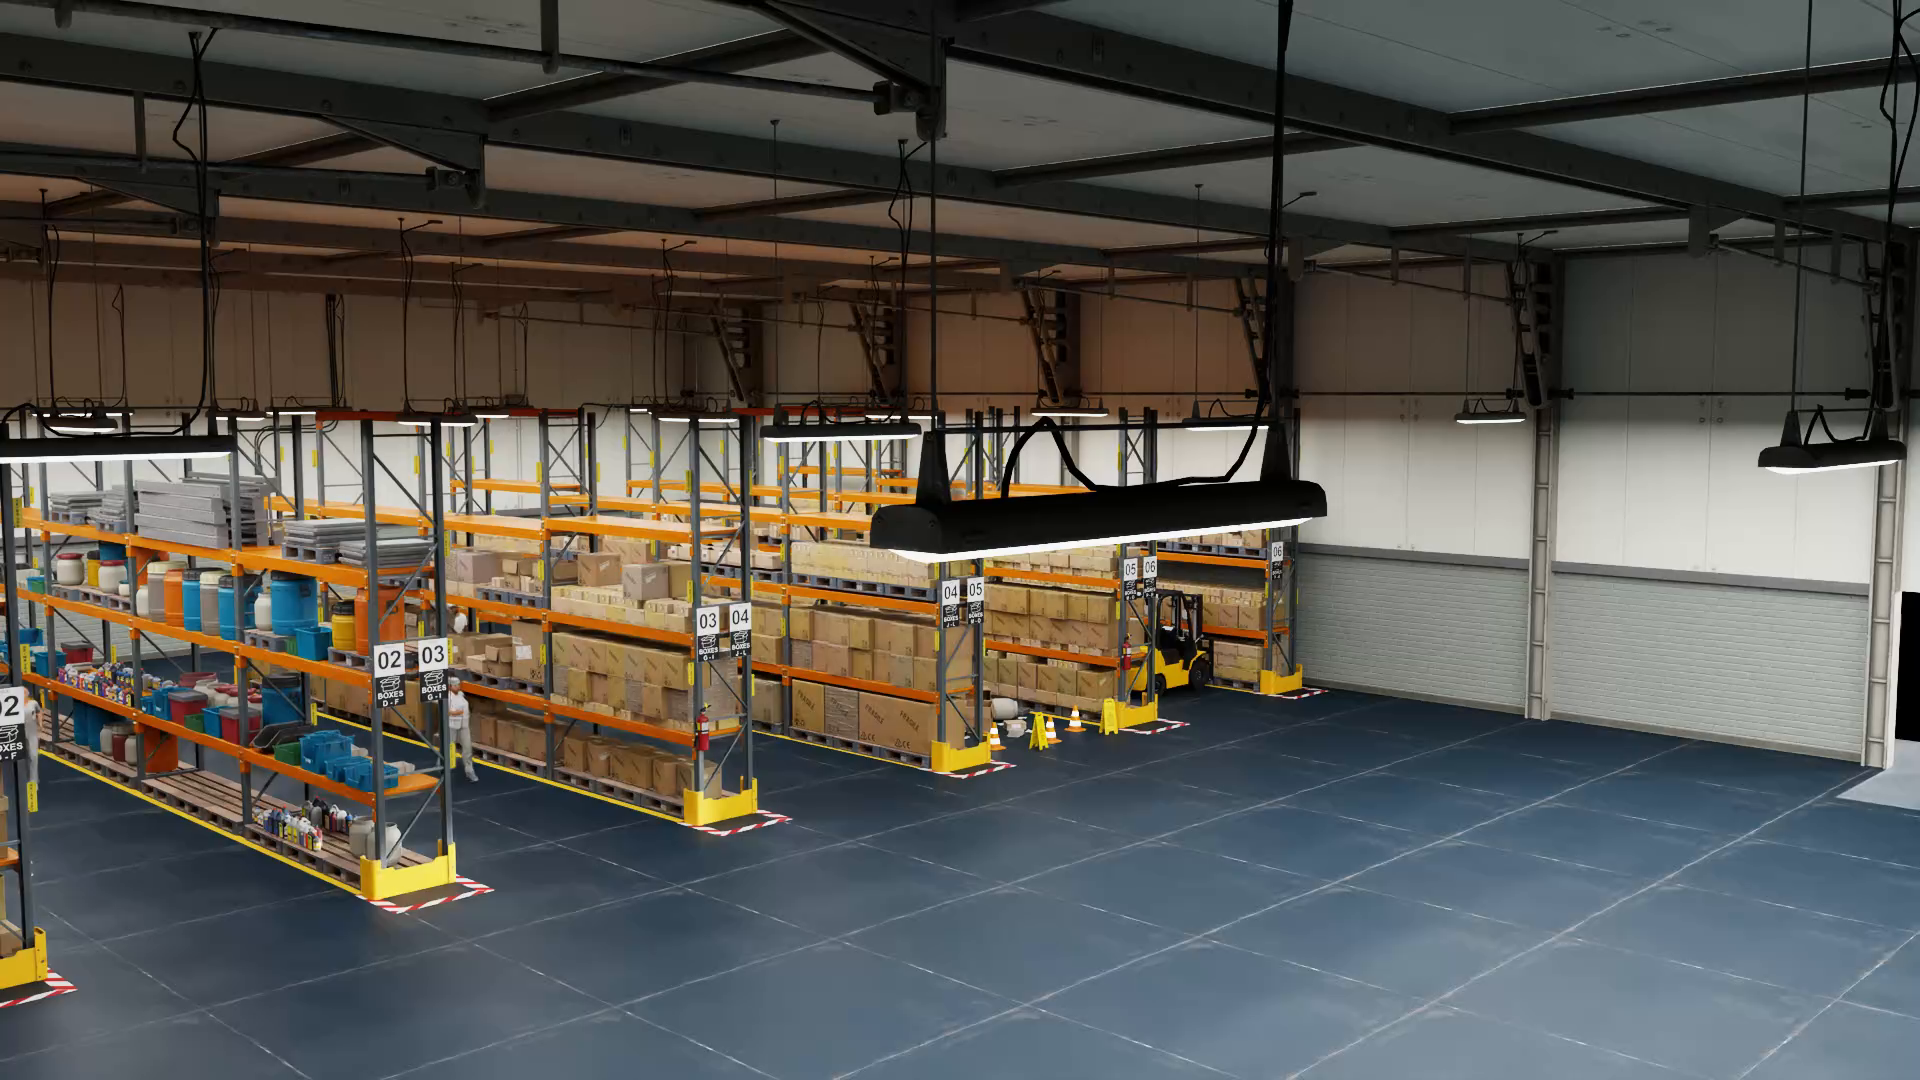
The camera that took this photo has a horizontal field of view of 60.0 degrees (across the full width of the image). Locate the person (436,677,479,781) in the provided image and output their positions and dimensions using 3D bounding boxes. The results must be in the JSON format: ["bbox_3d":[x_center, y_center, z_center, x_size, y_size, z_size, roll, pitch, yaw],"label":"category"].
[{"bbox_3d":[-8.225,3.066,27.139,0.913,1.663,0.602,4,7,40],"label":"person"}]

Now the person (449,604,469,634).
[{"bbox_3d":[-11.089,2.227,36.475,0.717,1.817,0.688,5,7,43],"label":"person"}]

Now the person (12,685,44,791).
[{"bbox_3d":[-14.923,3.131,26.558,0.570,1.646,0.959,-4,7,-39],"label":"person"}]
